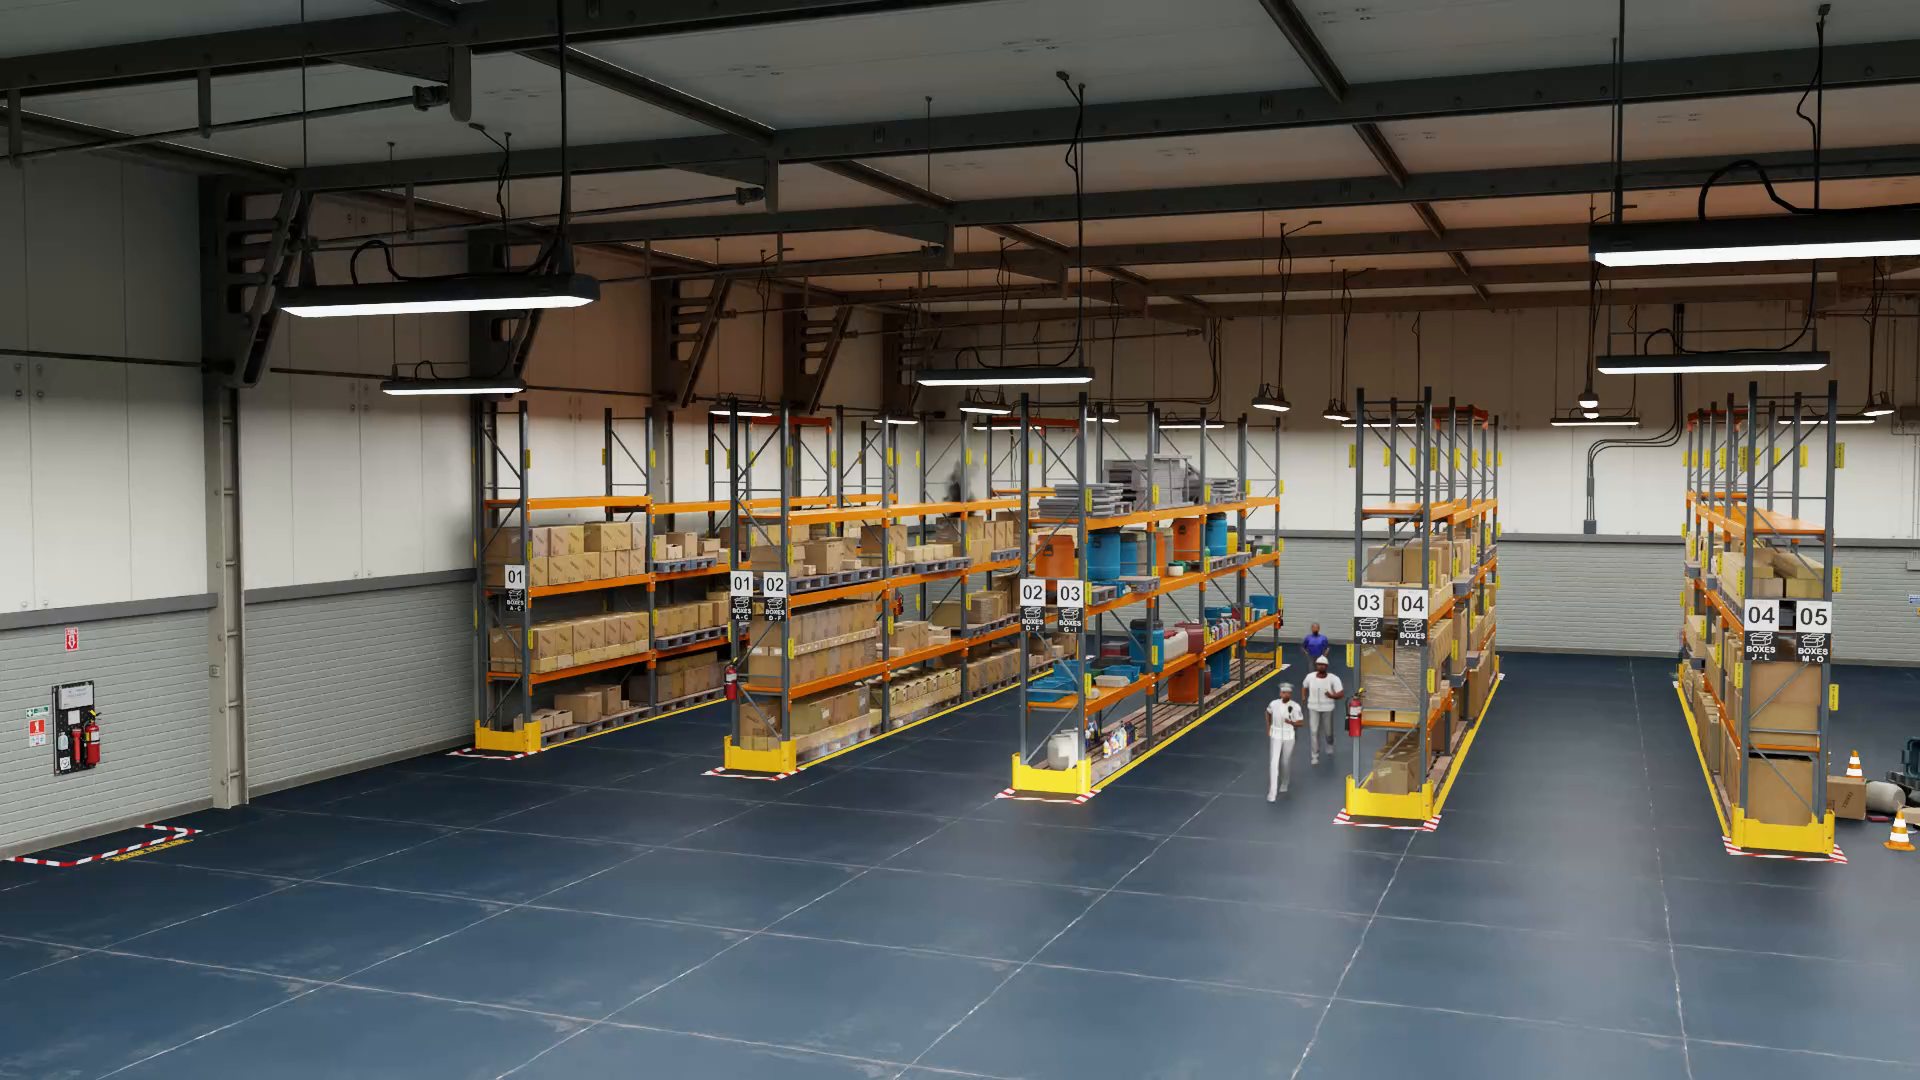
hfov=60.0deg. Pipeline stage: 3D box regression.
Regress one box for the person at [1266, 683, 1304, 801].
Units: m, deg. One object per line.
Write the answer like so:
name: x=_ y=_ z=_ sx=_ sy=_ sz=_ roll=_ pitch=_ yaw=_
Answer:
person: x=4.754 y=2.922 z=24.396 sx=0.568 sy=1.681 sz=0.913 roll=1 pitch=3 yaw=14

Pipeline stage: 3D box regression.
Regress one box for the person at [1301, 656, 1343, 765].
person: x=5.933 y=2.780 z=27.304 sx=0.710 sy=1.747 sz=0.968 roll=1 pitch=3 yaw=20

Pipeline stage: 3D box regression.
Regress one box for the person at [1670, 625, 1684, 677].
person: x=16.441 y=2.401 z=37.750 sx=0.726 sy=1.527 sz=0.655 roll=2 pitch=4 yaw=38

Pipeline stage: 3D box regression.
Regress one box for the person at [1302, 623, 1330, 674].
person: x=7.355 y=2.521 z=34.420 sx=0.571 sy=1.608 sz=0.550 roll=1 pitch=3 yaw=14
